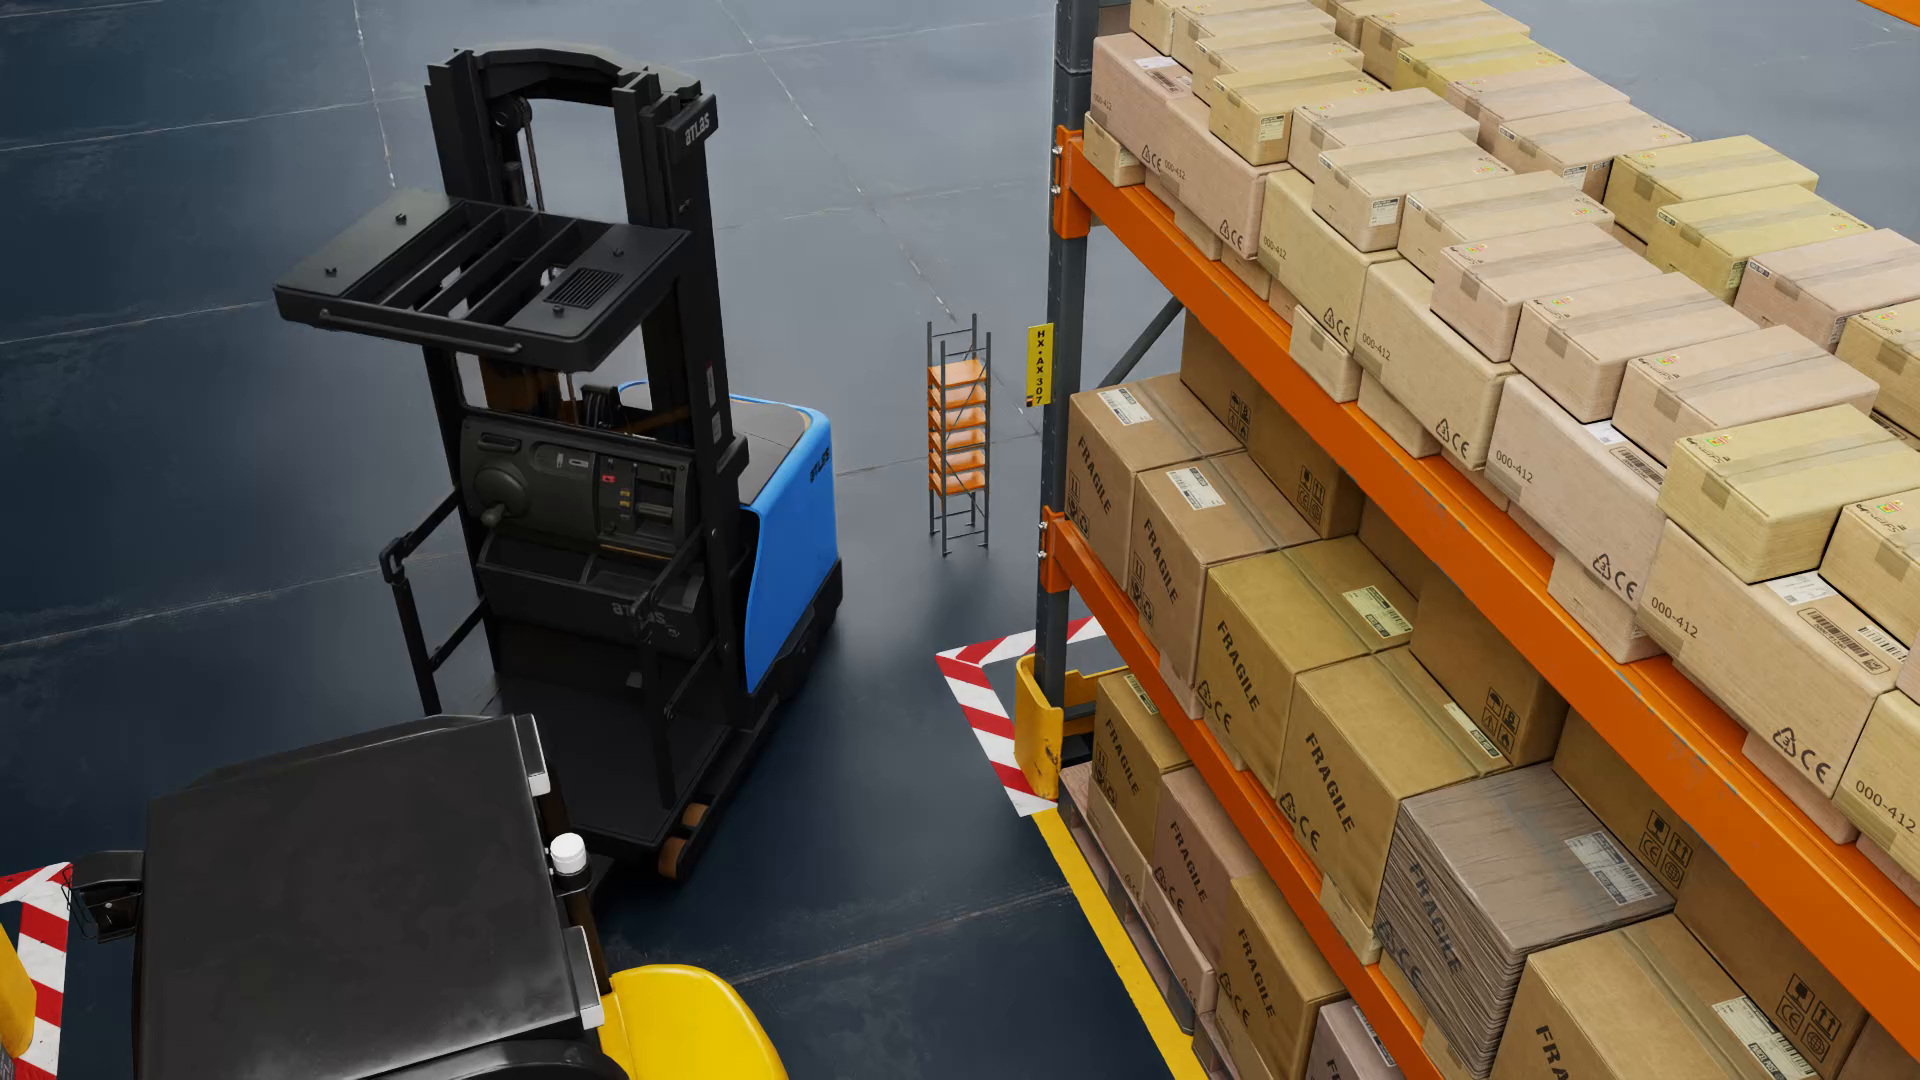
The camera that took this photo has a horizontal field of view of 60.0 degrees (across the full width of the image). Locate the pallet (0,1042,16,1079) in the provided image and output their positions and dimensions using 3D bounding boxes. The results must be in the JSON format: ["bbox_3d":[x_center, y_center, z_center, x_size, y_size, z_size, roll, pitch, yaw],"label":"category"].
[{"bbox_3d":[-3.564,2.187,5.171,1.003,0.211,1.213,-12,39,-16],"label":"pallet"}]

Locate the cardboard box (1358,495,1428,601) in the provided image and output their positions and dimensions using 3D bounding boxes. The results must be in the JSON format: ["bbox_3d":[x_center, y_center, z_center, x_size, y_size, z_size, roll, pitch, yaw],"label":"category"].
[{"bbox_3d":[1.612,-0.140,4.782,0.700,0.500,0.500,-13,39,-16],"label":"cardboard box"}]

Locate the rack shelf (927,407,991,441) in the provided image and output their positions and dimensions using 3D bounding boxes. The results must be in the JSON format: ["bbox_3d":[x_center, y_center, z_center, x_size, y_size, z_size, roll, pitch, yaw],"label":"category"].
[{"bbox_3d":[-0.005,-0.548,7.854,0.258,0.103,0.180,-12,39,-16],"label":"rack shelf"}]

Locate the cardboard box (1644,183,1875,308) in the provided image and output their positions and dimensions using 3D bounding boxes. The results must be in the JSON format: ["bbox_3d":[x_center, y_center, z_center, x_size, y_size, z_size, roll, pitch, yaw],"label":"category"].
[{"bbox_3d":[1.754,-0.643,3.664,0.380,0.149,0.250,-12,39,-15],"label":"cardboard box"}]

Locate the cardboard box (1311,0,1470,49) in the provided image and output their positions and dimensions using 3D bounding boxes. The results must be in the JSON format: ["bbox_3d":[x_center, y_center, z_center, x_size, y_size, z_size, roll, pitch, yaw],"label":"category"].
[{"bbox_3d":[1.239,-1.513,4.818,0.380,0.149,0.250,-12,39,-15],"label":"cardboard box"}]

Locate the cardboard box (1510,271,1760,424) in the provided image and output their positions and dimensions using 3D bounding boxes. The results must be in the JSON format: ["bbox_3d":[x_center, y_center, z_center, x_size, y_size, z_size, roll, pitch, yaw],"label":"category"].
[{"bbox_3d":[1.345,-0.389,3.327,0.380,0.149,0.250,-12,39,-15],"label":"cardboard box"}]

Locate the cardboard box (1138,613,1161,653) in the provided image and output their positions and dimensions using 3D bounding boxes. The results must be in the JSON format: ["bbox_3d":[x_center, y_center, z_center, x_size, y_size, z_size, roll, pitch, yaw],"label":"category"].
[{"bbox_3d":[0.830,0.262,5.618,0.380,0.149,0.250,-14,39,-17],"label":"cardboard box"}]

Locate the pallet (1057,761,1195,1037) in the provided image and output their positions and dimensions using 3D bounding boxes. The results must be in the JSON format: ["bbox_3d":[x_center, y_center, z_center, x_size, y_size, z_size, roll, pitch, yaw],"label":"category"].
[{"bbox_3d":[1.065,1.243,6.424,1.003,0.211,1.213,-12,39,-16],"label":"pallet"}]

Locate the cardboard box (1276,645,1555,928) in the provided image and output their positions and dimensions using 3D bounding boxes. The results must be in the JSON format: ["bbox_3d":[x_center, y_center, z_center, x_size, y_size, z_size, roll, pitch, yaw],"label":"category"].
[{"bbox_3d":[1.235,0.652,4.562,0.500,0.500,0.500,-13,39,-17],"label":"cardboard box"}]

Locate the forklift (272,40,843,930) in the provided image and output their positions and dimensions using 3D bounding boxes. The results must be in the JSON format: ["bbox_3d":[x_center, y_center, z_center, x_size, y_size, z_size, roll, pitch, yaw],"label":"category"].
[{"bbox_3d":[-1.491,-0.122,5.977,1.130,2.935,3.031,11,38,14],"label":"forklift"}]

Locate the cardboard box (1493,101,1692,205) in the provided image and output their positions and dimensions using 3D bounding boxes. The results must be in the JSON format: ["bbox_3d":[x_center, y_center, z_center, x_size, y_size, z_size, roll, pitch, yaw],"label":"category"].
[{"bbox_3d":[1.525,-0.925,4.038,0.380,0.149,0.250,-14,39,-17],"label":"cardboard box"}]

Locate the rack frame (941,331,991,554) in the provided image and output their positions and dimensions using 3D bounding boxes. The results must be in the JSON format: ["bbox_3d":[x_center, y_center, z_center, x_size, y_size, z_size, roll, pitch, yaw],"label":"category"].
[{"bbox_3d":[0.026,-0.436,7.831,0.240,1.200,0.006,-12,39,-16],"label":"rack frame"}]

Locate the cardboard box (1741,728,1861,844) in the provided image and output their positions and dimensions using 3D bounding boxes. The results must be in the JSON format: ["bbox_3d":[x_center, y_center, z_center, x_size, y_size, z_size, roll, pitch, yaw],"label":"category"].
[{"bbox_3d":[1.659,0.367,2.986,0.380,0.149,0.250,-12,39,-15],"label":"cardboard box"}]

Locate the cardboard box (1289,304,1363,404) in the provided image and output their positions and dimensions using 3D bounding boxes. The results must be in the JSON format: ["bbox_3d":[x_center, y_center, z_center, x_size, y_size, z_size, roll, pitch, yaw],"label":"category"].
[{"bbox_3d":[1.050,-0.494,4.128,0.380,0.149,0.250,-12,39,-15],"label":"cardboard box"}]

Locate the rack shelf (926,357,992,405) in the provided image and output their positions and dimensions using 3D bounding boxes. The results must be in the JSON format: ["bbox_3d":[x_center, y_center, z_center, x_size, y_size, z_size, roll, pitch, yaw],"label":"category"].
[{"bbox_3d":[-0.005,-0.739,7.710,0.258,0.103,0.180,-12,39,-16],"label":"rack shelf"}]

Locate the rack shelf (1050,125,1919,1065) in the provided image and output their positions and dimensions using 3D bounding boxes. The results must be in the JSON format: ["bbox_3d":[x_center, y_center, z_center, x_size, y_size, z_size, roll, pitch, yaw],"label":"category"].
[{"bbox_3d":[1.481,-0.161,4.075,1.077,0.370,4.000,-12,39,-16],"label":"rack shelf"}]

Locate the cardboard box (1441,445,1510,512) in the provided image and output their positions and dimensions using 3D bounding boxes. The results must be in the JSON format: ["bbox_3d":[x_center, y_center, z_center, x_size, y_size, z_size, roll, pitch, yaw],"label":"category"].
[{"bbox_3d":[1.331,-0.226,3.773,0.380,0.149,0.250,-13,39,-16],"label":"cardboard box"}]

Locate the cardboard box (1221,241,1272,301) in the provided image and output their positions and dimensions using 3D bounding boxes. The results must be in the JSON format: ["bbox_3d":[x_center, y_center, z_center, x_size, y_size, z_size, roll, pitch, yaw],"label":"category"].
[{"bbox_3d":[0.943,-0.802,4.537,0.380,0.149,0.250,-13,39,-16],"label":"cardboard box"}]

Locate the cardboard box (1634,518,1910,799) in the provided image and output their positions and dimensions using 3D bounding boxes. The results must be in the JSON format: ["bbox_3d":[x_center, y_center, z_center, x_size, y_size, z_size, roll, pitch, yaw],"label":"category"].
[{"bbox_3d":[1.589,0.144,2.950,0.500,0.250,0.500,-13,39,-17],"label":"cardboard box"}]

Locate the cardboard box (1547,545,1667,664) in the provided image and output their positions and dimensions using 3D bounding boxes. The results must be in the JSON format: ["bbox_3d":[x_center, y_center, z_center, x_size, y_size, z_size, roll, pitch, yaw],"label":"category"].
[{"bbox_3d":[1.433,0.083,3.363,0.380,0.149,0.250,-11,38,-15],"label":"cardboard box"}]

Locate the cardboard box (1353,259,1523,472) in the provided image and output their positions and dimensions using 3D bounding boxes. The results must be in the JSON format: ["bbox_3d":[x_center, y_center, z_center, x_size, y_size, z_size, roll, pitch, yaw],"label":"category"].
[{"bbox_3d":[1.238,-0.431,3.713,0.500,0.250,0.500,-12,39,-15],"label":"cardboard box"}]

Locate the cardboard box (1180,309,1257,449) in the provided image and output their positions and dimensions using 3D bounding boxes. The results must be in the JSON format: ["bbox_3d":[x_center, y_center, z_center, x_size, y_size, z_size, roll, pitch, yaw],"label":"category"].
[{"bbox_3d":[1.173,-0.695,5.518,0.700,0.500,0.500,-13,39,-17],"label":"cardboard box"}]

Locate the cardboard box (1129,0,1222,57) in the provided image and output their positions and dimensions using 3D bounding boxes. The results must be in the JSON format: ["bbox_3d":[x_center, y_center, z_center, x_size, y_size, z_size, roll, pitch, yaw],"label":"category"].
[{"bbox_3d":[0.723,-1.553,4.872,0.380,0.149,0.250,-13,39,-16],"label":"cardboard box"}]

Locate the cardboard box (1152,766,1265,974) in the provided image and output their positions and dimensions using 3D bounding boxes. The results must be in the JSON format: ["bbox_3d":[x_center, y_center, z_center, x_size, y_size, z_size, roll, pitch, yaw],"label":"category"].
[{"bbox_3d":[1.003,1.072,5.647,0.500,0.500,0.500,-14,39,-18],"label":"cardboard box"}]

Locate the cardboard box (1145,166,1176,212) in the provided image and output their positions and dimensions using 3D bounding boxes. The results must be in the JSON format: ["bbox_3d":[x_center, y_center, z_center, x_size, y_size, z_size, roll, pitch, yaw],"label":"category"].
[{"bbox_3d":[0.776,-1.093,4.924,0.380,0.149,0.250,-14,39,-17],"label":"cardboard box"}]

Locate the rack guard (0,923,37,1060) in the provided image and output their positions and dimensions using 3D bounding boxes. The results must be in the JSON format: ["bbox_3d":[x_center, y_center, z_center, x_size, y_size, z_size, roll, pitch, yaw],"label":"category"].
[{"bbox_3d":[-3.875,1.635,5.664,1.175,0.500,0.348,-12,39,-16],"label":"rack guard"}]

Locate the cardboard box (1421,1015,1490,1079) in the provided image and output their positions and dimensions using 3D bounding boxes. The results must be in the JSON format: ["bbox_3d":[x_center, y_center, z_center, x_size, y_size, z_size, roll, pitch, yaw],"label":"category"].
[{"bbox_3d":[1.419,1.288,4.255,0.380,0.149,0.250,-13,39,-17],"label":"cardboard box"}]

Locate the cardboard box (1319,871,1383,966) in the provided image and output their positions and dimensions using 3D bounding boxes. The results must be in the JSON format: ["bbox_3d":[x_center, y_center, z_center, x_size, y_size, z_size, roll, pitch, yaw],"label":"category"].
[{"bbox_3d":[1.237,1.000,4.638,0.380,0.149,0.250,-12,39,-16],"label":"cardboard box"}]

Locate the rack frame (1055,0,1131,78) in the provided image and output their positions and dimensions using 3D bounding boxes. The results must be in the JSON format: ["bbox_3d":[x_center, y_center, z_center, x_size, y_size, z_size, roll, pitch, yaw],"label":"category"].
[{"bbox_3d":[0.792,-2.776,4.456,1.000,3.000,0.127,-12,39,-16],"label":"rack frame"}]

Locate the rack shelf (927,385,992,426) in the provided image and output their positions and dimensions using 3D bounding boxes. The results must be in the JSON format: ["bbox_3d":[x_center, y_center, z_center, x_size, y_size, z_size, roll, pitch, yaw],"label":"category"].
[{"bbox_3d":[-0.005,-0.644,7.782,0.258,0.103,0.180,-12,39,-16],"label":"rack shelf"}]

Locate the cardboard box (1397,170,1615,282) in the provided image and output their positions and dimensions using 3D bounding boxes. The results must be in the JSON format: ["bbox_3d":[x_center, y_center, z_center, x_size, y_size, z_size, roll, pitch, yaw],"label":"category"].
[{"bbox_3d":[1.217,-0.687,3.722,0.380,0.149,0.250,-12,39,-15],"label":"cardboard box"}]

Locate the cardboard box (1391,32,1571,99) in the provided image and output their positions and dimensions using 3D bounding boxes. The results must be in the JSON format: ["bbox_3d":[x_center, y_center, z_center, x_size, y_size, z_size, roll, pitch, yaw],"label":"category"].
[{"bbox_3d":[1.382,-1.218,4.427,0.380,0.149,0.250,-12,39,-16],"label":"cardboard box"}]

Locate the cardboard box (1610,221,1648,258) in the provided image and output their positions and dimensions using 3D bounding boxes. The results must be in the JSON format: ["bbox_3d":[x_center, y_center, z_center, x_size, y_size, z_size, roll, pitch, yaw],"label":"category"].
[{"bbox_3d":[1.752,-0.542,3.861,0.500,0.250,0.500,-12,39,-16],"label":"cardboard box"}]

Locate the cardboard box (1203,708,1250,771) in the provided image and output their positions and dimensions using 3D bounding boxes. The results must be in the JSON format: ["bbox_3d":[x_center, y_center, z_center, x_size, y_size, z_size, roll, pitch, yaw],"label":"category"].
[{"bbox_3d":[0.995,0.554,5.231,0.380,0.149,0.250,-11,38,-15],"label":"cardboard box"}]

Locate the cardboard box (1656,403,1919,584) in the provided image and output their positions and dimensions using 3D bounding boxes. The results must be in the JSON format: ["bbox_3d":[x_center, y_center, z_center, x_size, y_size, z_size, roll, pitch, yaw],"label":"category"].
[{"bbox_3d":[1.475,-0.086,2.924,0.380,0.149,0.250,-11,38,-15],"label":"cardboard box"}]

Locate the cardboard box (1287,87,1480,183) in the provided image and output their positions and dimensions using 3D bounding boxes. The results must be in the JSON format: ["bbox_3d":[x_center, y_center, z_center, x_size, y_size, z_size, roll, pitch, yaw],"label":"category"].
[{"bbox_3d":[1.044,-0.983,4.115,0.380,0.149,0.250,-13,39,-16],"label":"cardboard box"}]

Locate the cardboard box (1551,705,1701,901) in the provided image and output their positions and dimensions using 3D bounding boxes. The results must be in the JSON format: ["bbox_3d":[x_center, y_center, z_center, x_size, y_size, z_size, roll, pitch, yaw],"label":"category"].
[{"bbox_3d":[1.918,0.446,4.004,0.700,0.500,0.500,-13,39,-17],"label":"cardboard box"}]

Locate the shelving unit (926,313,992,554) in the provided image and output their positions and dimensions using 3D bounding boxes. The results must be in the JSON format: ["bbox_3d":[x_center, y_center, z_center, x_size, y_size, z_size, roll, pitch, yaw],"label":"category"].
[{"bbox_3d":[-0.005,-0.487,7.900,0.258,1.200,0.189,-12,39,-16],"label":"shelving unit"}]

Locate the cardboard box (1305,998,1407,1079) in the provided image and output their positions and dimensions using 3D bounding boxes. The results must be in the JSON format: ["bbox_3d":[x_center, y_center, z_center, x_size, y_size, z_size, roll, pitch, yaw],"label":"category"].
[{"bbox_3d":[1.360,1.657,4.870,0.500,0.500,0.500,-10,38,-14],"label":"cardboard box"}]

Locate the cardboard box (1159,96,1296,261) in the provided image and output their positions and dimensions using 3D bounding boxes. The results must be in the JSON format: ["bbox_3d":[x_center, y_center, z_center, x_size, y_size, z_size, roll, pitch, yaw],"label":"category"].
[{"bbox_3d":[0.879,-1.011,4.484,0.500,0.250,0.500,-13,39,-17],"label":"cardboard box"}]

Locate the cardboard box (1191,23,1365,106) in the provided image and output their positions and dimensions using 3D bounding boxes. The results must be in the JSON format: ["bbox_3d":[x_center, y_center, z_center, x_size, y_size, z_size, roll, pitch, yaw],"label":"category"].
[{"bbox_3d":[0.853,-1.260,4.483,0.380,0.149,0.250,-12,39,-16],"label":"cardboard box"}]

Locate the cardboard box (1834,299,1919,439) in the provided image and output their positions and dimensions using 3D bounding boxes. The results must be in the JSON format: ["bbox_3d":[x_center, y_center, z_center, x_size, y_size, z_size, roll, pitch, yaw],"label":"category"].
[{"bbox_3d":[1.969,-0.358,3.284,0.380,0.149,0.250,-14,39,-17],"label":"cardboard box"}]

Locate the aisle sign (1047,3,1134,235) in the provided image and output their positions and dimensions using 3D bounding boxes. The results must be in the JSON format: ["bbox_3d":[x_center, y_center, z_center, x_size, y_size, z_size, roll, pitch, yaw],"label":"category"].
[{"bbox_3d":[0.480,-1.389,5.440,0.394,0.787,0.004,-12,39,-16],"label":"aisle sign"}]

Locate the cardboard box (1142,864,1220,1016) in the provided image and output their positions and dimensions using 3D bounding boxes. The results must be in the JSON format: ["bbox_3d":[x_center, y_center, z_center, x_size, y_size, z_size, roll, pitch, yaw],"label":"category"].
[{"bbox_3d":[0.979,1.354,5.896,0.500,0.250,0.500,-11,38,-14],"label":"cardboard box"}]

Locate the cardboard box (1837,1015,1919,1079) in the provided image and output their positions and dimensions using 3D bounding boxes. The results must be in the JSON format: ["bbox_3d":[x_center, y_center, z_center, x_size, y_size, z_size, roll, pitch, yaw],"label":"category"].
[{"bbox_3d":[2.221,1.028,3.230,0.700,0.500,0.500,-13,39,-16],"label":"cardboard box"}]

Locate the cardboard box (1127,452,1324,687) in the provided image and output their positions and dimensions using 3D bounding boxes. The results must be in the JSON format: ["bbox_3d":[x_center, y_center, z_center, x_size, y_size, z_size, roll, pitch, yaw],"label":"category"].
[{"bbox_3d":[0.876,0.078,5.322,0.500,0.500,0.500,-11,38,-15],"label":"cardboard box"}]

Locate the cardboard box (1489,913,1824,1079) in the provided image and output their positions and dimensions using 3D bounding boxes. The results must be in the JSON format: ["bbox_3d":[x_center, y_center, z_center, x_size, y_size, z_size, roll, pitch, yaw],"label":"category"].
[{"bbox_3d":[1.599,1.232,3.791,0.500,0.500,0.500,-11,38,-14],"label":"cardboard box"}]

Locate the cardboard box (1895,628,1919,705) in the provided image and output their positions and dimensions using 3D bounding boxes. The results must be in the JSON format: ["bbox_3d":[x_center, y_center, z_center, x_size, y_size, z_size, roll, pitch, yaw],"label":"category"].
[{"bbox_3d":[1.693,0.199,2.546,0.380,0.149,0.250,-13,39,-17],"label":"cardboard box"}]

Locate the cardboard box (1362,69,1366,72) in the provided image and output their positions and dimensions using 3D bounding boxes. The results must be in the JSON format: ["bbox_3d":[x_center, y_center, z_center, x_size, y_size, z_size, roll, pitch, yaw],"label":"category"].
[{"bbox_3d":[1.221,-1.404,5.005,0.500,0.250,0.500,-13,39,-17],"label":"cardboard box"}]
